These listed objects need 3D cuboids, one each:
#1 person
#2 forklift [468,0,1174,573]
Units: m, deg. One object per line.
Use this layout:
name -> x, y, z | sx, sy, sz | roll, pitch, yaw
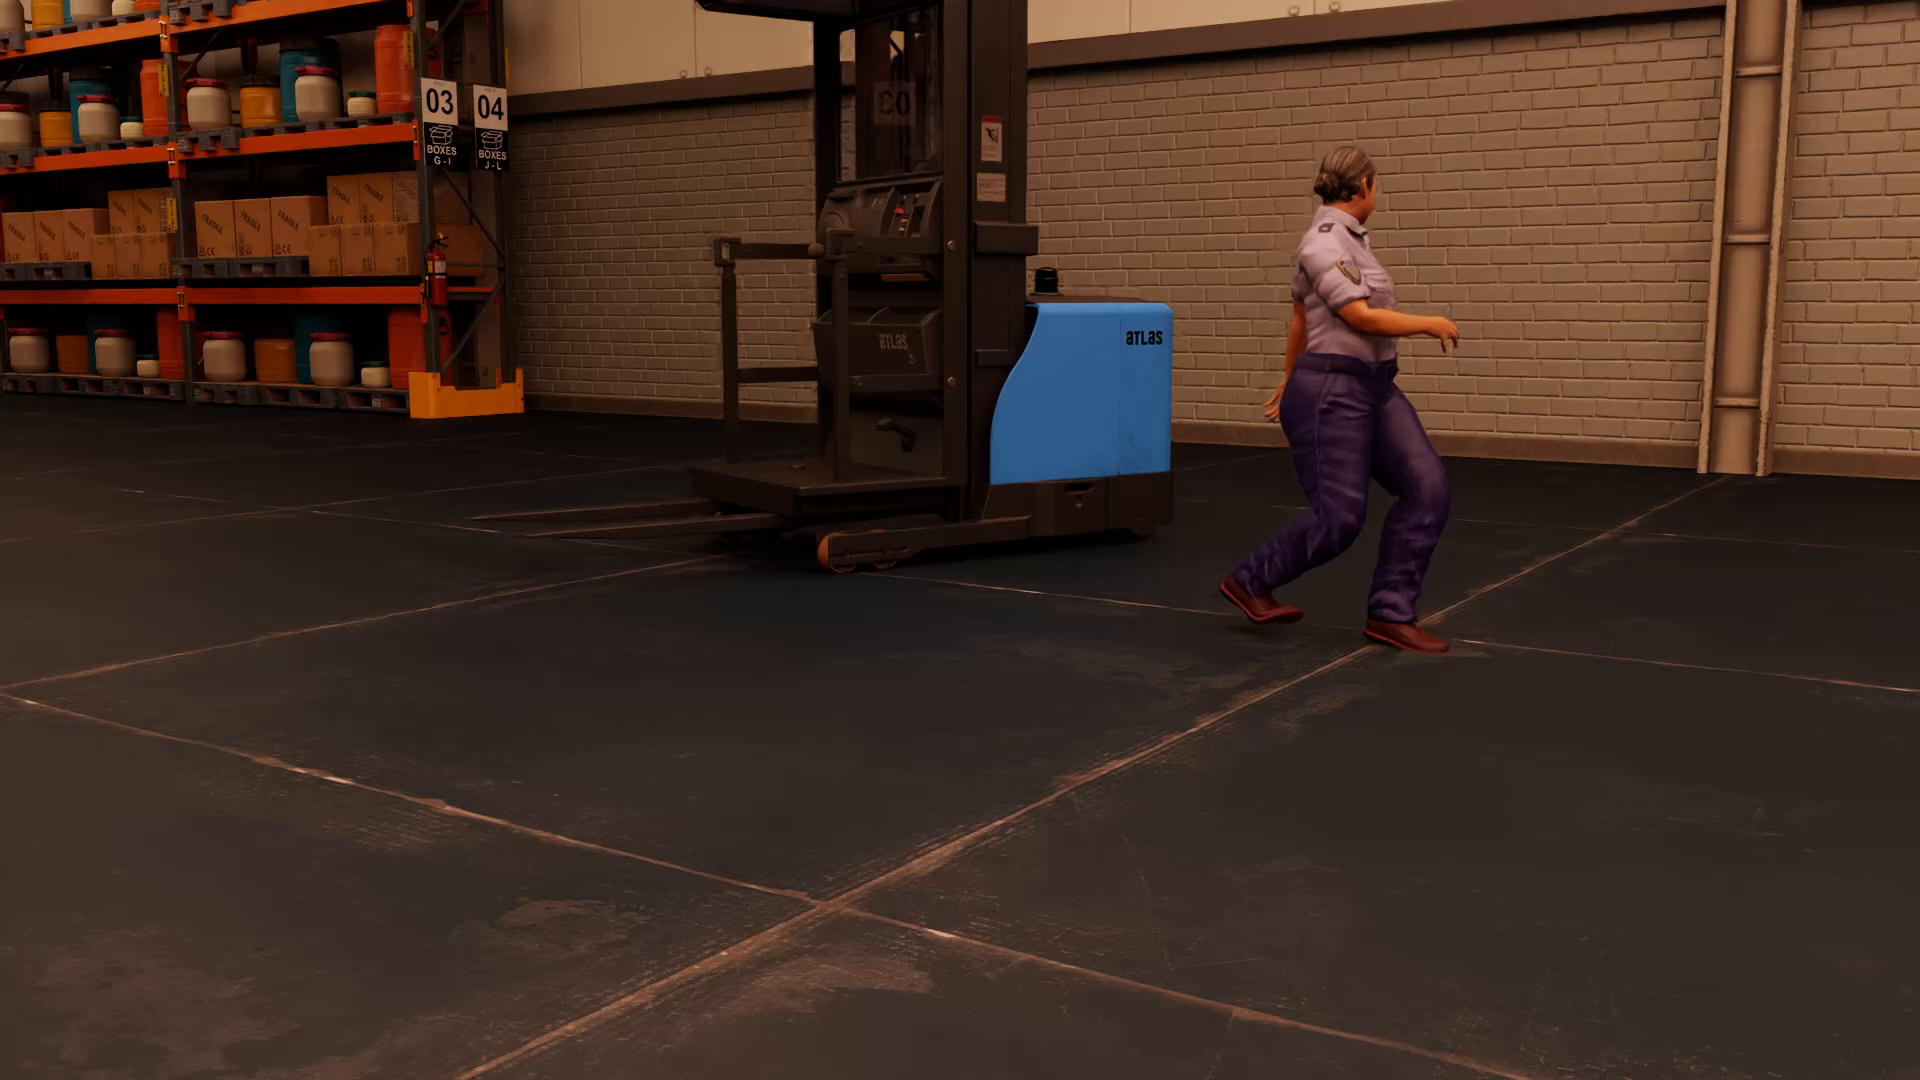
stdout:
person -> 1.213, -0.449, 5.278 | 0.776, 1.574, 0.533 | 6, 10, 38
forklift -> -0.528, -1.401, 7.048 | 3.031, 2.935, 1.130 | -5, 10, -33
